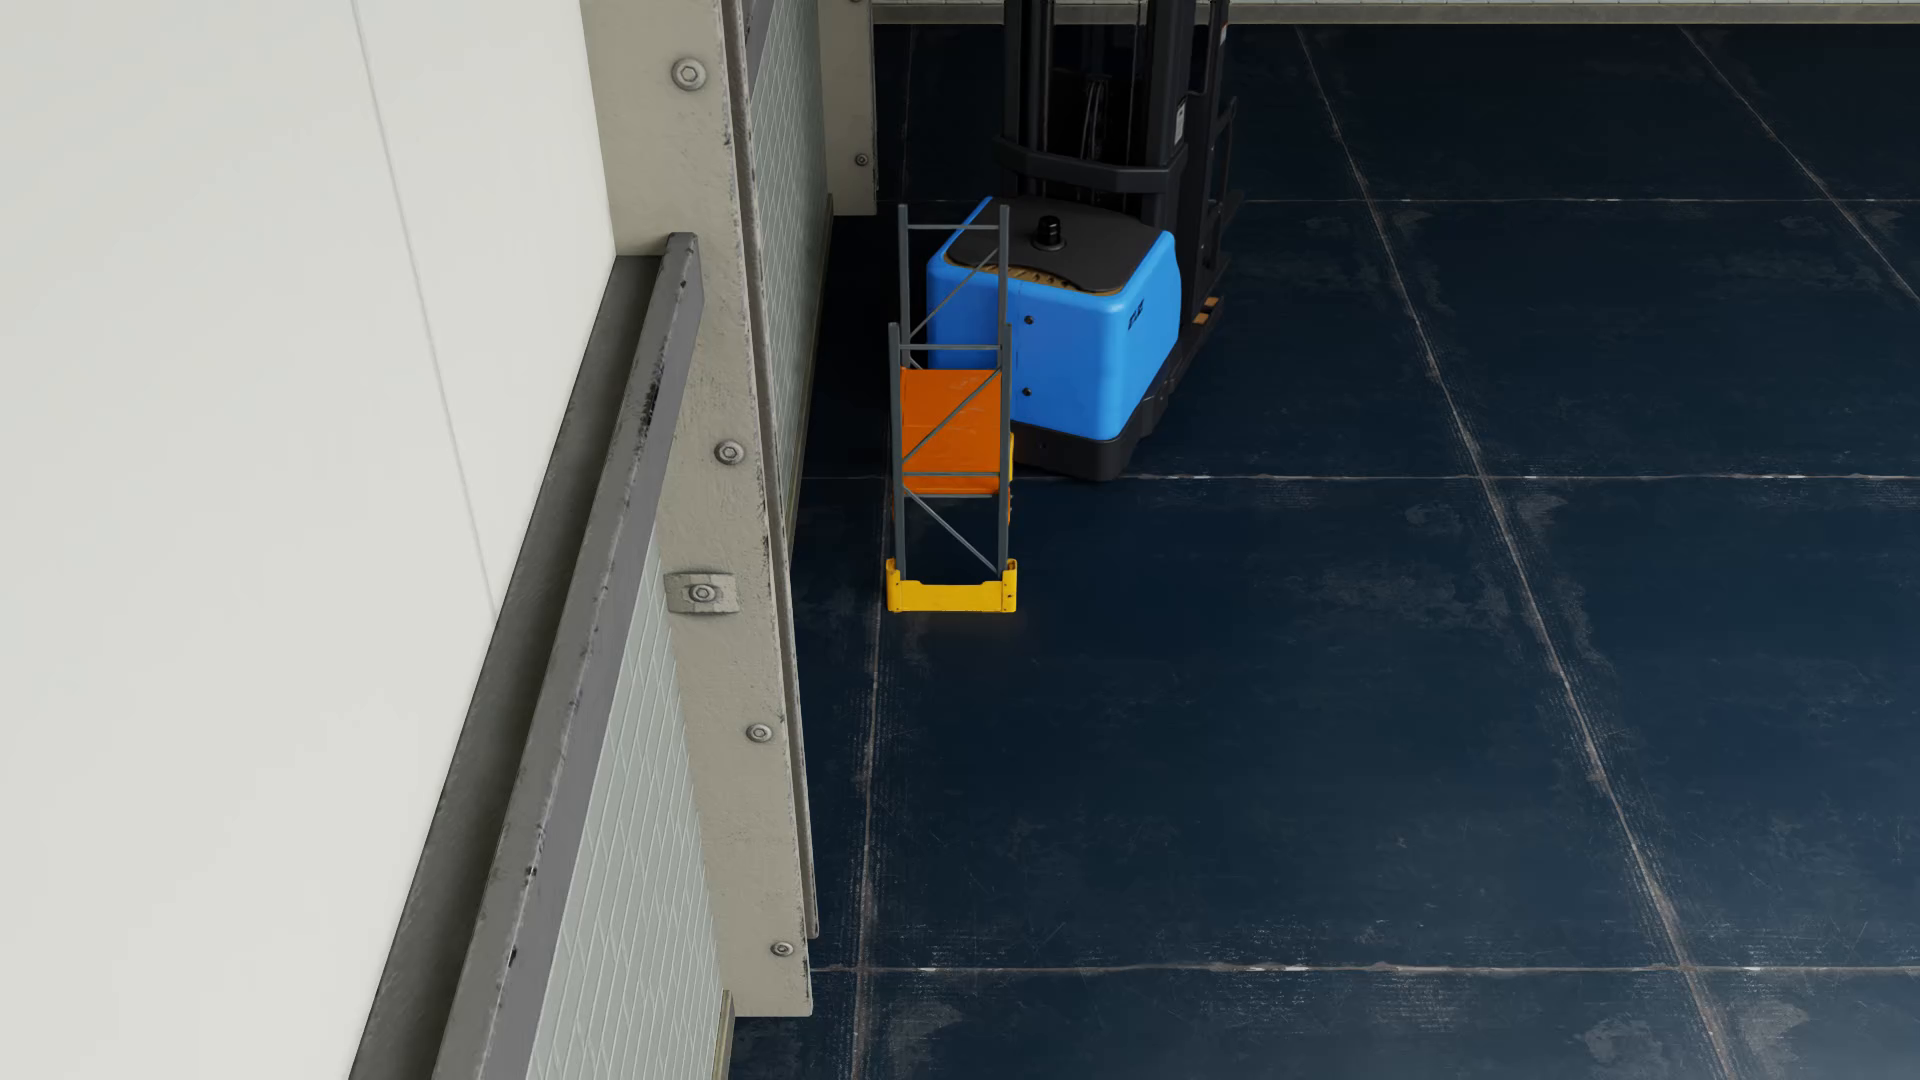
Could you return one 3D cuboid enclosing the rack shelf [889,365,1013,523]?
[{"bbox_3d":[-0.034,-0.457,7.655,0.538,0.185,1.000,0,39,0],"label":"rack shelf"}]

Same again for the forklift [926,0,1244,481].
[{"bbox_3d":[0.865,-2.356,8.591,1.130,2.935,3.031,15,41,18],"label":"forklift"}]

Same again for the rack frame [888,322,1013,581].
[{"bbox_3d":[-0.038,-0.280,7.145,0.500,1.500,0.032,0,39,0],"label":"rack frame"}]

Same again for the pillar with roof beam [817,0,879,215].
[{"bbox_3d":[3.618,-5.704,7.918,9.100,9.000,0.400,0,39,0],"label":"pillar with roof beam"}]

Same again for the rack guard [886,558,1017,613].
[{"bbox_3d":[-0.038,0.207,7.537,0.587,0.250,0.087,0,39,0],"label":"rack guard"}]

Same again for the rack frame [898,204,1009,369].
[{"bbox_3d":[-0.029,-0.916,7.939,0.500,1.500,0.032,0,39,0],"label":"rack frame"}]

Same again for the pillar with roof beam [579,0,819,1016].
[{"bbox_3d":[3.625,-1.952,3.236,9.100,9.000,0.400,0,39,0],"label":"pillar with roof beam"}]

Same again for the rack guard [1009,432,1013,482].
[{"bbox_3d":[-0.030,-0.416,8.314,0.587,0.250,0.087,0,39,0],"label":"rack guard"}]

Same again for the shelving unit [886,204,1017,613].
[{"bbox_3d":[-0.034,-0.592,7.535,0.587,1.500,1.083,0,39,0],"label":"shelving unit"}]
